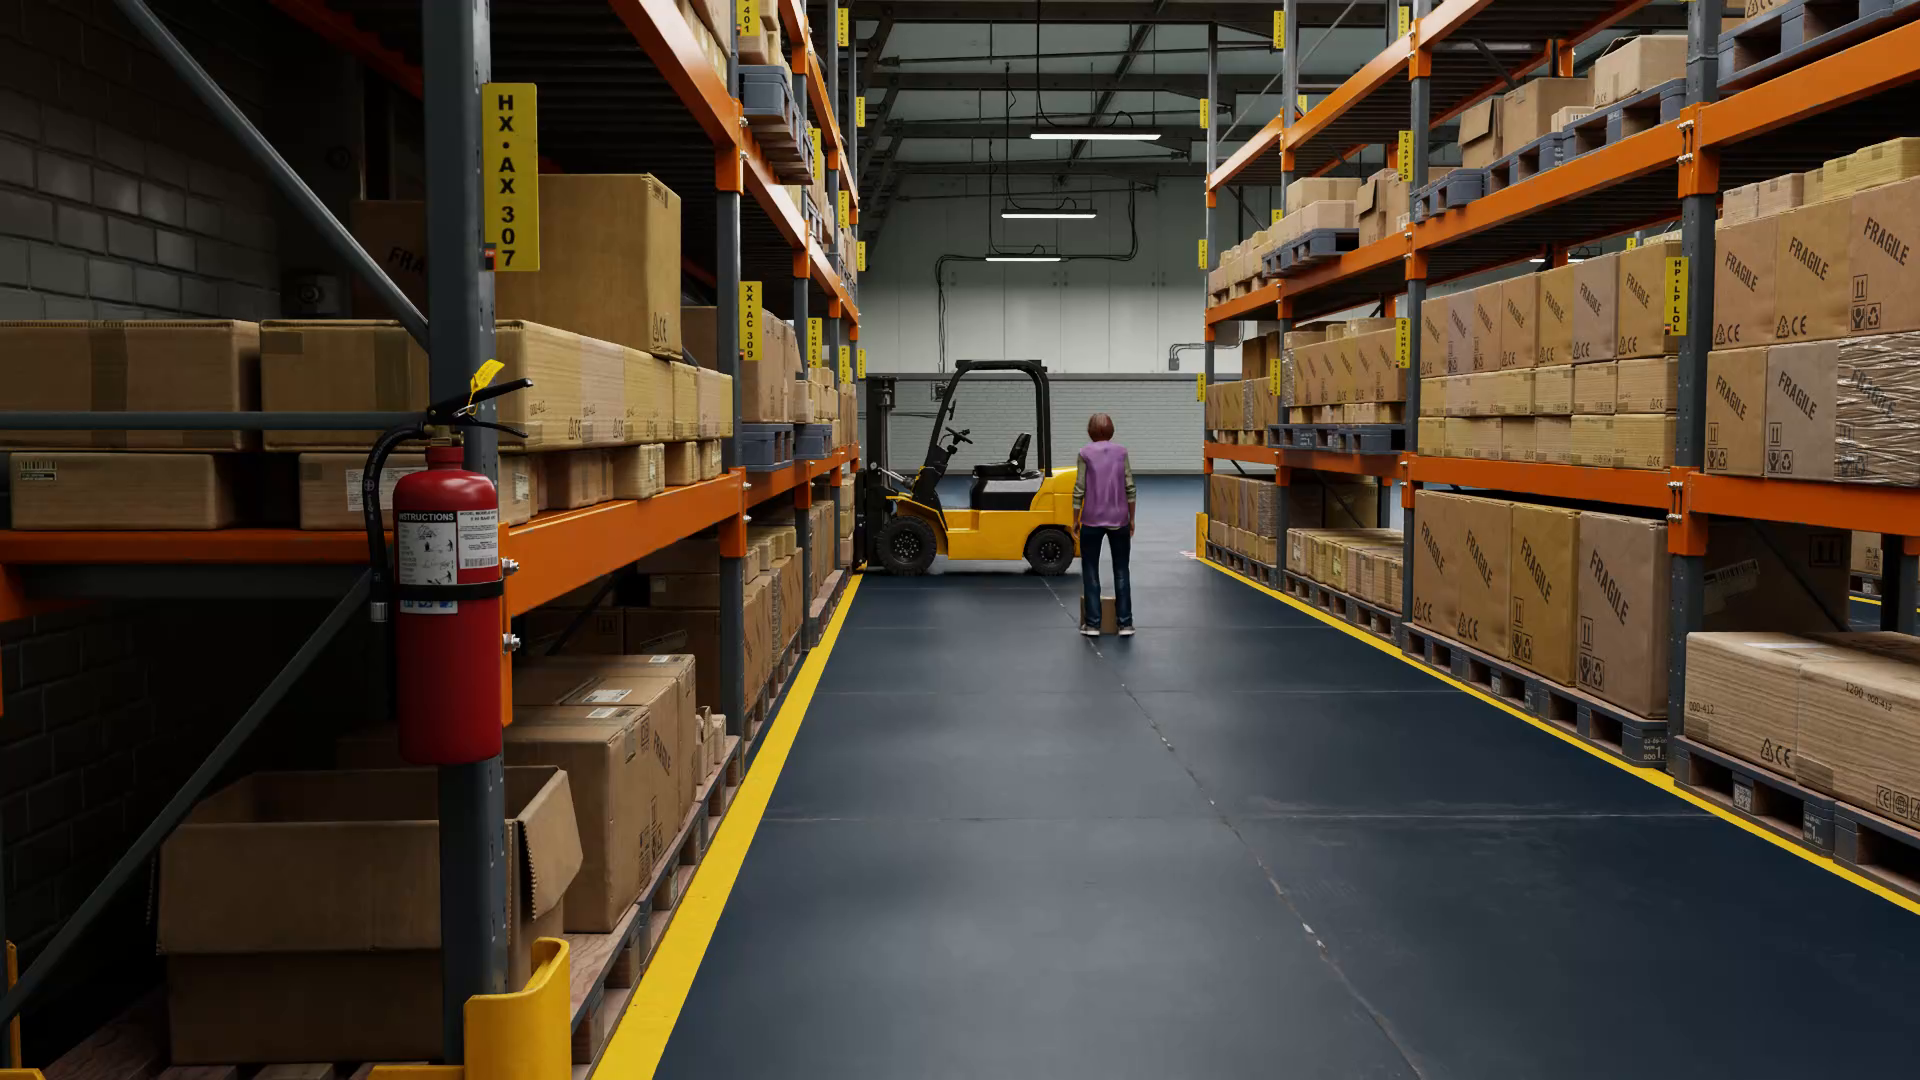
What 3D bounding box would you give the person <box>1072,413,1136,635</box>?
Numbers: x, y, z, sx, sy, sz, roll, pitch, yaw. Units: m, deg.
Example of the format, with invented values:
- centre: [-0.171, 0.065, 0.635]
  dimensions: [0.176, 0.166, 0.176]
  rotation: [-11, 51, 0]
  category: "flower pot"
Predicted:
- centre: [1.031, -0.110, 11.848]
  dimensions: [0.480, 1.591, 0.347]
  rotation: [0, 4, -5]
  category: "person"
